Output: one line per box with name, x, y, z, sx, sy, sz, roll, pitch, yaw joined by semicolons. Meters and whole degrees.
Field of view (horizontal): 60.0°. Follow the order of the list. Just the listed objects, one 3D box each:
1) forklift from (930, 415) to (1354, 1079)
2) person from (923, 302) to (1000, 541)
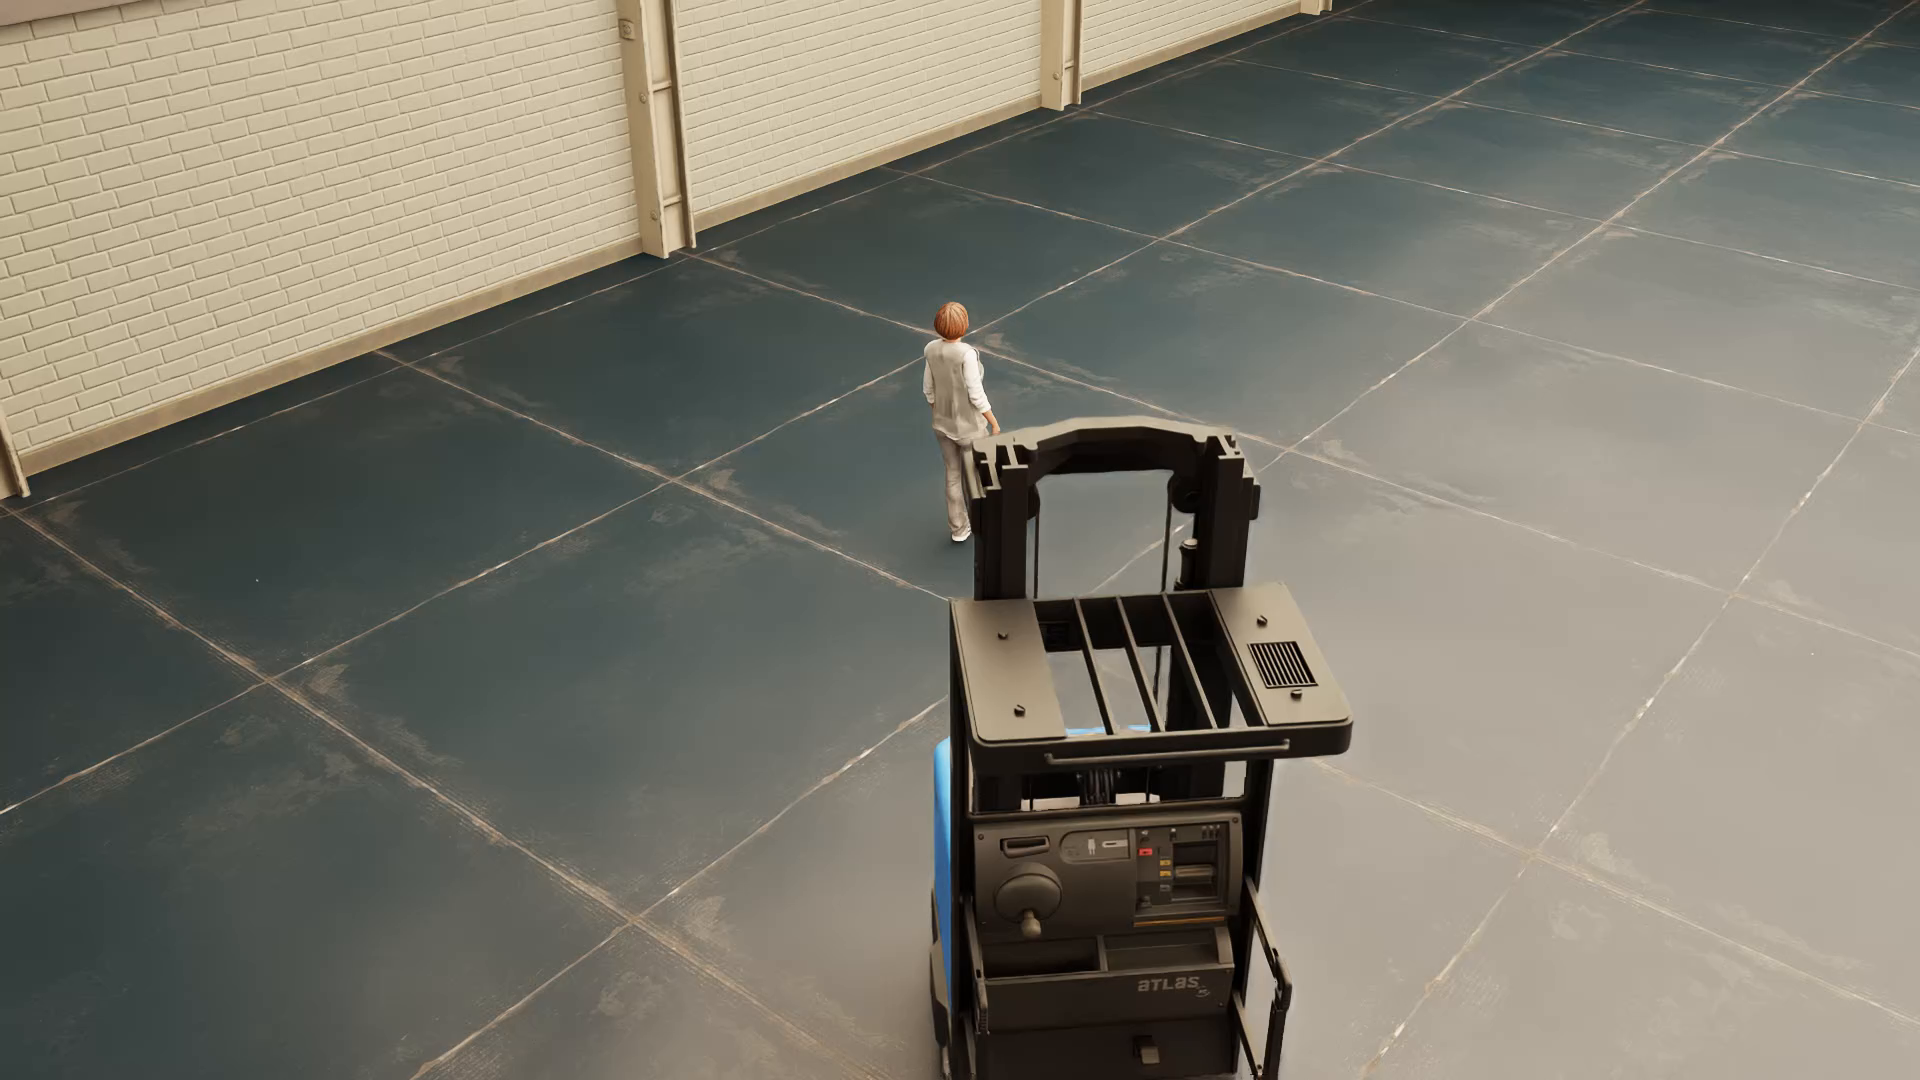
forklift;0.536;1.198;5.544;1.130;2.935;3.031;-3;30;-5
person;0.057;-0.720;10.135;0.520;1.597;0.475;22;37;33
